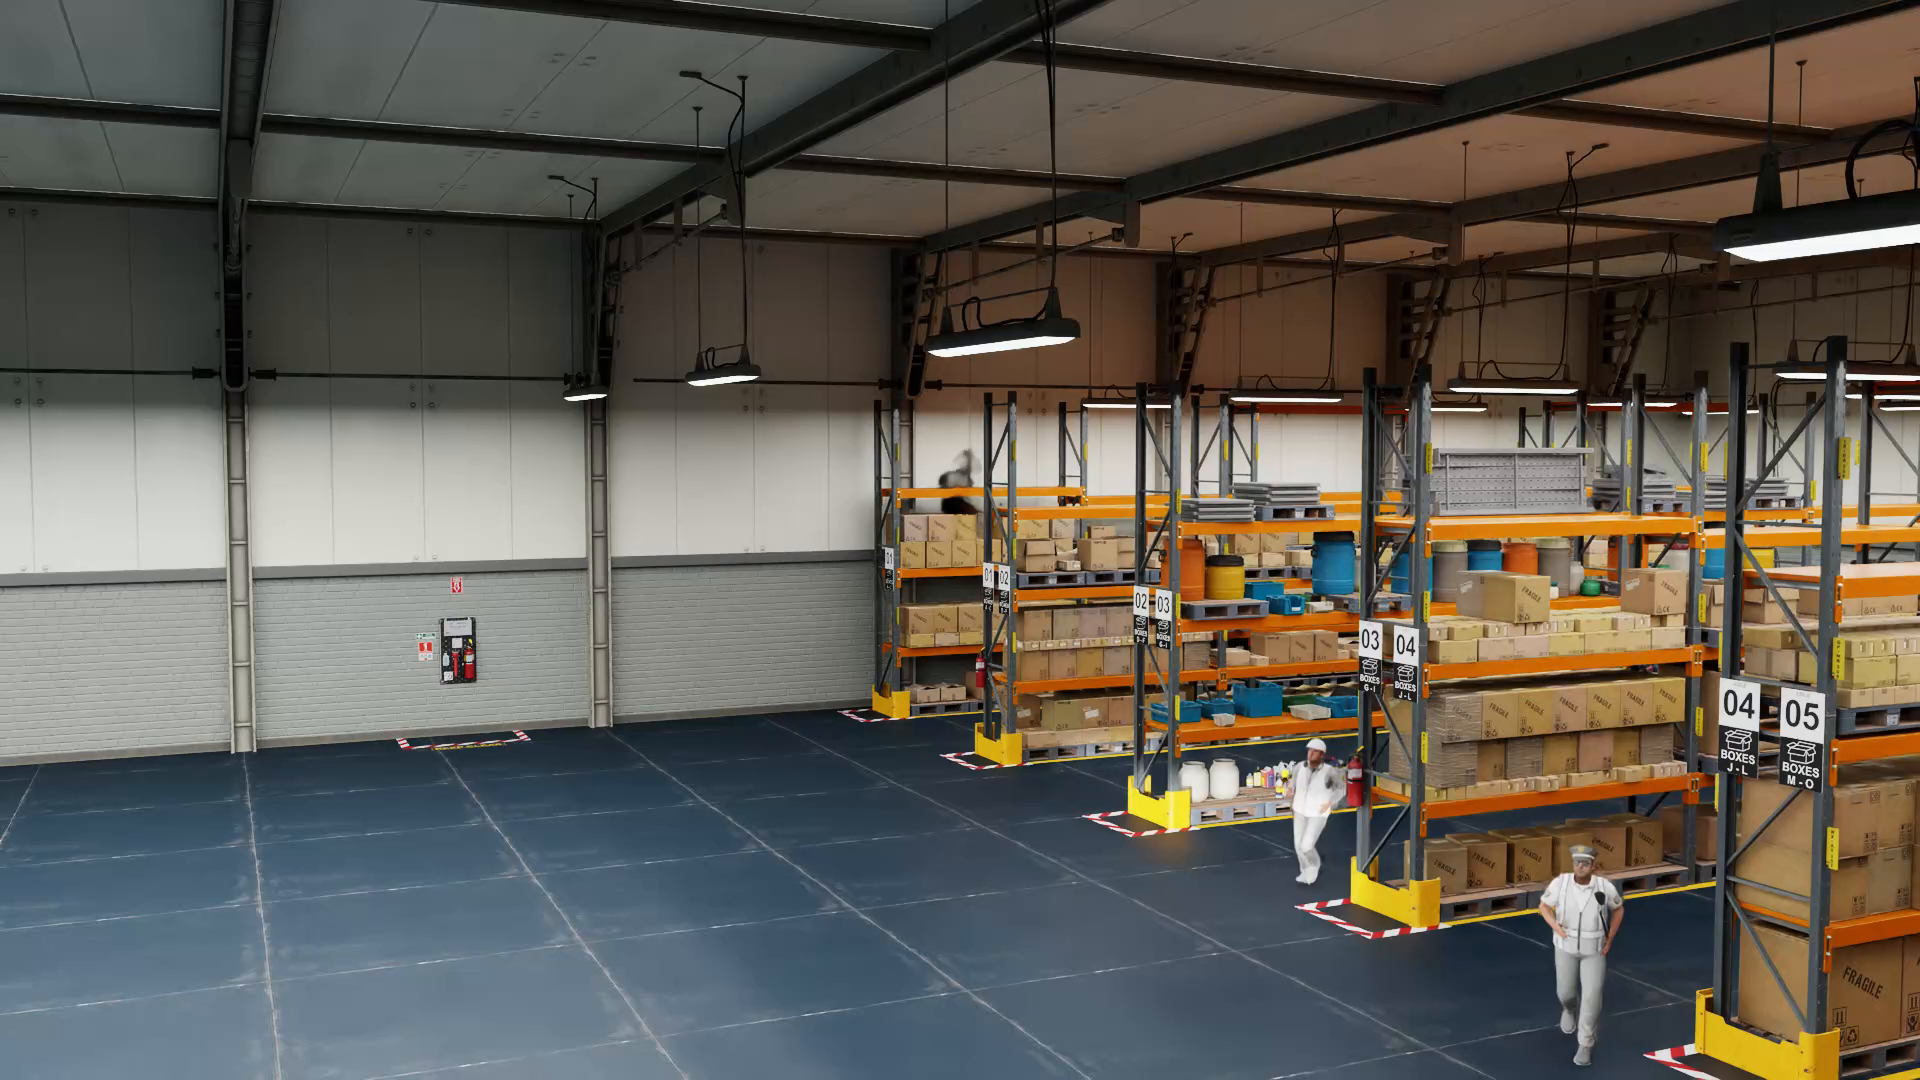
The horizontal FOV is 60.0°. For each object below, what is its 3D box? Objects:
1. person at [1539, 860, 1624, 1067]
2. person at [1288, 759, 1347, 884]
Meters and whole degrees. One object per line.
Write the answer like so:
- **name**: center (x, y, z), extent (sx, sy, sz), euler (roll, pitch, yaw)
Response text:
- **person**: center (5.275, 3.490, 14.137), extent (0.679, 1.744, 0.829), euler (1, 4, 22)
- **person**: center (4.112, 3.279, 19.365), extent (0.670, 1.516, 0.539), euler (3, 5, 43)
